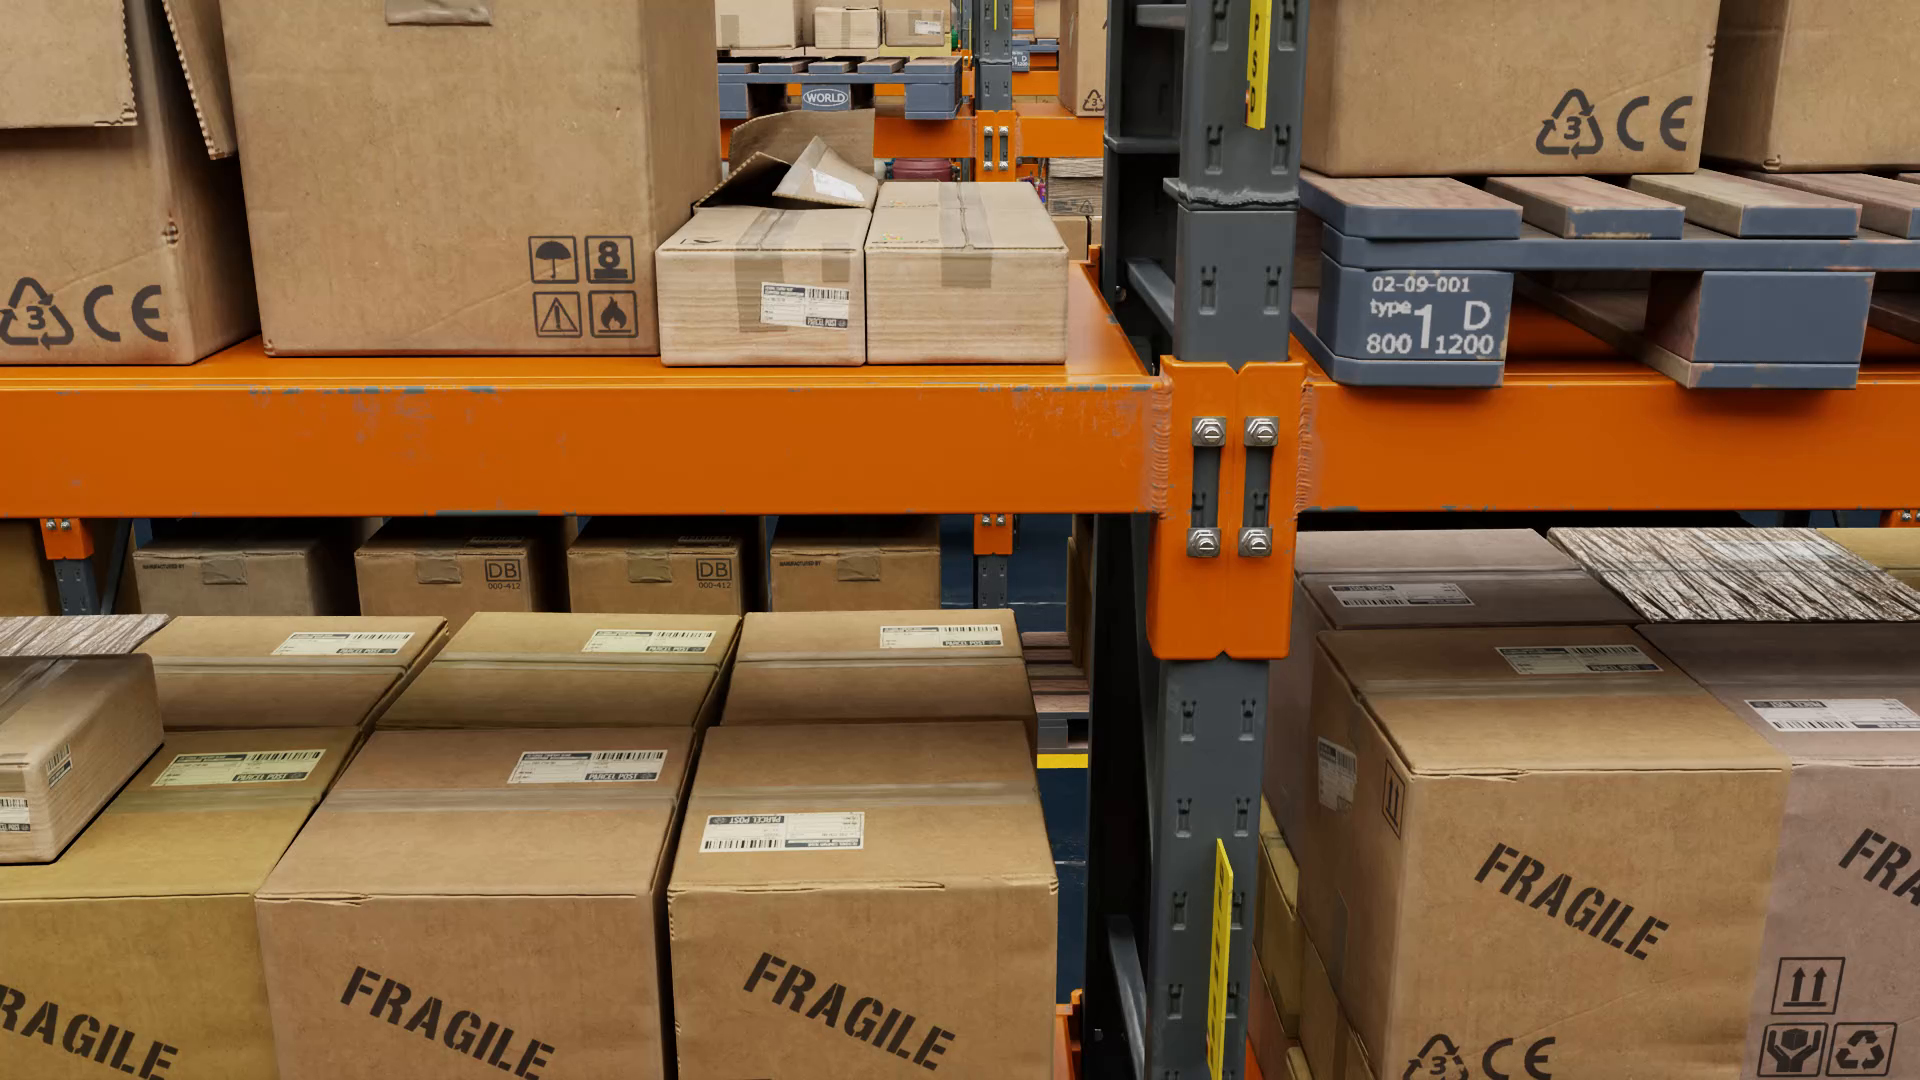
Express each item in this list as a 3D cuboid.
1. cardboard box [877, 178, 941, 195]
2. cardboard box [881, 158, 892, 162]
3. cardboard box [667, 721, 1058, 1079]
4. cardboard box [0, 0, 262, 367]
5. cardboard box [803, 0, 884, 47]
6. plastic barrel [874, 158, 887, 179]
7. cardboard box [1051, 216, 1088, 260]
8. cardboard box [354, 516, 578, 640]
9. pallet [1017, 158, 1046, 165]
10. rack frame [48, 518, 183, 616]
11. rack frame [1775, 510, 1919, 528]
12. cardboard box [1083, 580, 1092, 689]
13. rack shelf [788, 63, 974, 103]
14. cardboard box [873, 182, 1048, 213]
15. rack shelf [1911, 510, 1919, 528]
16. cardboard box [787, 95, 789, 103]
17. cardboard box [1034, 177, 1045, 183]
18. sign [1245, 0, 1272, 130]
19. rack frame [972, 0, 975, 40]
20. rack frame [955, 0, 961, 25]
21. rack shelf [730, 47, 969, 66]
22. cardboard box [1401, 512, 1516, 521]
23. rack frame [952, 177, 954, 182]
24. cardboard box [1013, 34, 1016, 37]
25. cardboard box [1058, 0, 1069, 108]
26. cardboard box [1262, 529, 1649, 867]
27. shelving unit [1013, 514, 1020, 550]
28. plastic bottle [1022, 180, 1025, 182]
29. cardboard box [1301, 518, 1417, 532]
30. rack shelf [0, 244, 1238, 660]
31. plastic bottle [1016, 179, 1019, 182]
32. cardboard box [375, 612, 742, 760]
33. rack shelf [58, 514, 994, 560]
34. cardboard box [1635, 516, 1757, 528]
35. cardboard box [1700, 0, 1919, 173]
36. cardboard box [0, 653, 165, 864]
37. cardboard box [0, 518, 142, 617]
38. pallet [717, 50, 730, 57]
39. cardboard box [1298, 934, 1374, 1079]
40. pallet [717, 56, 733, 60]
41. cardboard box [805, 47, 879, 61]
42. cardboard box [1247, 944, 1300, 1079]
[{"bbox_3d":[-0.380,-2.359,12.139,0.500,0.500,0.500,-2,18,-8],"label":"cardboard box"},{"bbox_3d":[-0.888,-4.943,21.458,0.250,0.149,0.380,0,18,-1],"label":"cardboard box"},{"bbox_3d":[-0.134,0.598,2.433,0.500,0.500,0.500,-1,18,-2],"label":"cardboard box"},{"bbox_3d":[-1.209,-0.561,2.306,0.637,0.503,0.797,0,18,-1],"label":"cardboard box"},{"bbox_3d":[-0.590,-2.308,7.216,0.500,0.311,0.500,0,18,-1],"label":"cardboard box"},{"bbox_3d":[-0.944,-3.622,16.745,0.421,0.512,0.421,0,18,0],"label":"plastic barrel"},{"bbox_3d":[0.650,-2.093,11.998,0.500,0.500,0.500,0,18,1],"label":"cardboard box"},{"bbox_3d":[-2.279,0.246,7.866,0.750,0.750,1.050,0,18,-1],"label":"cardboard box"},{"bbox_3d":[0.684,-5.085,21.803,1.003,0.211,1.213,0,18,-1],"label":"pallet"},{"bbox_3d":[-3.863,-0.592,7.481,0.127,3.000,1.000,0,18,-1],"label":"rack frame"},{"bbox_3d":[4.136,-0.630,7.601,0.127,3.000,1.000,0,18,-1],"label":"rack frame"},{"bbox_3d":[0.848,0.454,7.627,0.500,0.500,0.500,-1,18,-3],"label":"cardboard box"},{"bbox_3d":[-1.840,-3.202,11.887,4.000,0.370,1.077,0,18,-1],"label":"rack shelf"},{"bbox_3d":[-0.002,-0.459,2.567,0.250,0.149,0.380,0,18,-1],"label":"cardboard box"},{"bbox_3d":[6.136,-0.297,7.741,4.000,0.370,1.077,0,18,-1],"label":"rack shelf"},{"bbox_3d":[-3.006,-6.895,26.247,0.500,0.500,0.700,2,18,5],"label":"cardboard box"},{"bbox_3d":[1.538,-5.807,26.570,0.750,0.750,0.750,0,18,-1],"label":"cardboard box"},{"bbox_3d":[0.323,-0.608,1.776,0.005,0.325,0.100,0,18,-1],"label":"sign"},{"bbox_3d":[0.160,-4.983,11.349,0.127,3.000,1.000,0,18,-1],"label":"rack frame"},{"bbox_3d":[0.007,-8.008,20.780,0.127,3.000,1.000,0,18,-1],"label":"rack frame"},{"bbox_3d":[-1.918,-4.715,16.602,4.000,0.370,1.077,0,18,-1],"label":"rack shelf"},{"bbox_3d":[2.351,-0.070,8.031,0.500,0.250,0.500,0,18,1],"label":"cardboard box"},{"bbox_3d":[-0.075,-6.665,26.413,0.127,3.000,1.000,0,18,-1],"label":"rack frame"},{"bbox_3d":[0.443,-6.640,21.262,0.500,0.500,0.910,0,18,-1],"label":"cardboard box"},{"bbox_3d":[0.704,-2.167,7.318,0.500,0.500,0.500,0,18,-1],"label":"cardboard box"},{"bbox_3d":[0.829,0.294,2.919,0.500,0.500,0.500,-1,18,-2],"label":"cardboard box"},{"bbox_3d":[-0.007,-0.714,10.318,0.755,1.500,0.431,0,18,-1],"label":"shelving unit"},{"bbox_3d":[0.636,-3.473,16.675,0.097,0.271,0.097,0,18,0],"label":"plastic bottle"},{"bbox_3d":[1.832,0.092,7.527,0.500,0.250,0.500,0,18,0],"label":"cardboard box"},{"bbox_3d":[-1.684,-0.176,2.451,4.000,0.370,1.077,0,18,-1],"label":"rack shelf"},{"bbox_3d":[0.595,-3.672,17.408,0.097,0.201,0.097,0,18,0],"label":"plastic bottle"},{"bbox_3d":[-0.659,0.447,2.904,0.500,0.500,0.500,1,18,2],"label":"cardboard box"},{"bbox_3d":[-1.863,-0.259,7.621,4.000,0.370,1.077,0,18,-1],"label":"rack shelf"},{"bbox_3d":[3.396,0.084,7.552,0.500,0.250,0.500,-1,18,-2],"label":"cardboard box"},{"bbox_3d":[1.303,-0.838,2.488,0.500,0.500,0.700,-1,18,-4],"label":"cardboard box"},{"bbox_3d":[-1.315,0.296,2.313,0.250,0.149,0.380,-1,18,-3],"label":"cardboard box"},{"bbox_3d":[-4.493,0.202,7.798,0.875,0.875,0.875,0,18,0],"label":"cardboard box"},{"bbox_3d":[-2.184,-3.422,11.702,1.003,0.211,1.213,0,18,-1],"label":"pallet"},{"bbox_3d":[0.827,0.807,2.549,0.500,0.250,0.500,0,18,-1],"label":"cardboard box"},{"bbox_3d":[-1.624,-1.924,7.032,1.213,0.211,1.003,1,18,2],"label":"pallet"},{"bbox_3d":[-0.808,-3.399,11.569,0.500,0.250,0.500,0,18,-1],"label":"cardboard box"},{"bbox_3d":[0.818,0.890,3.107,0.500,0.250,0.500,-1,18,-3],"label":"cardboard box"}]
